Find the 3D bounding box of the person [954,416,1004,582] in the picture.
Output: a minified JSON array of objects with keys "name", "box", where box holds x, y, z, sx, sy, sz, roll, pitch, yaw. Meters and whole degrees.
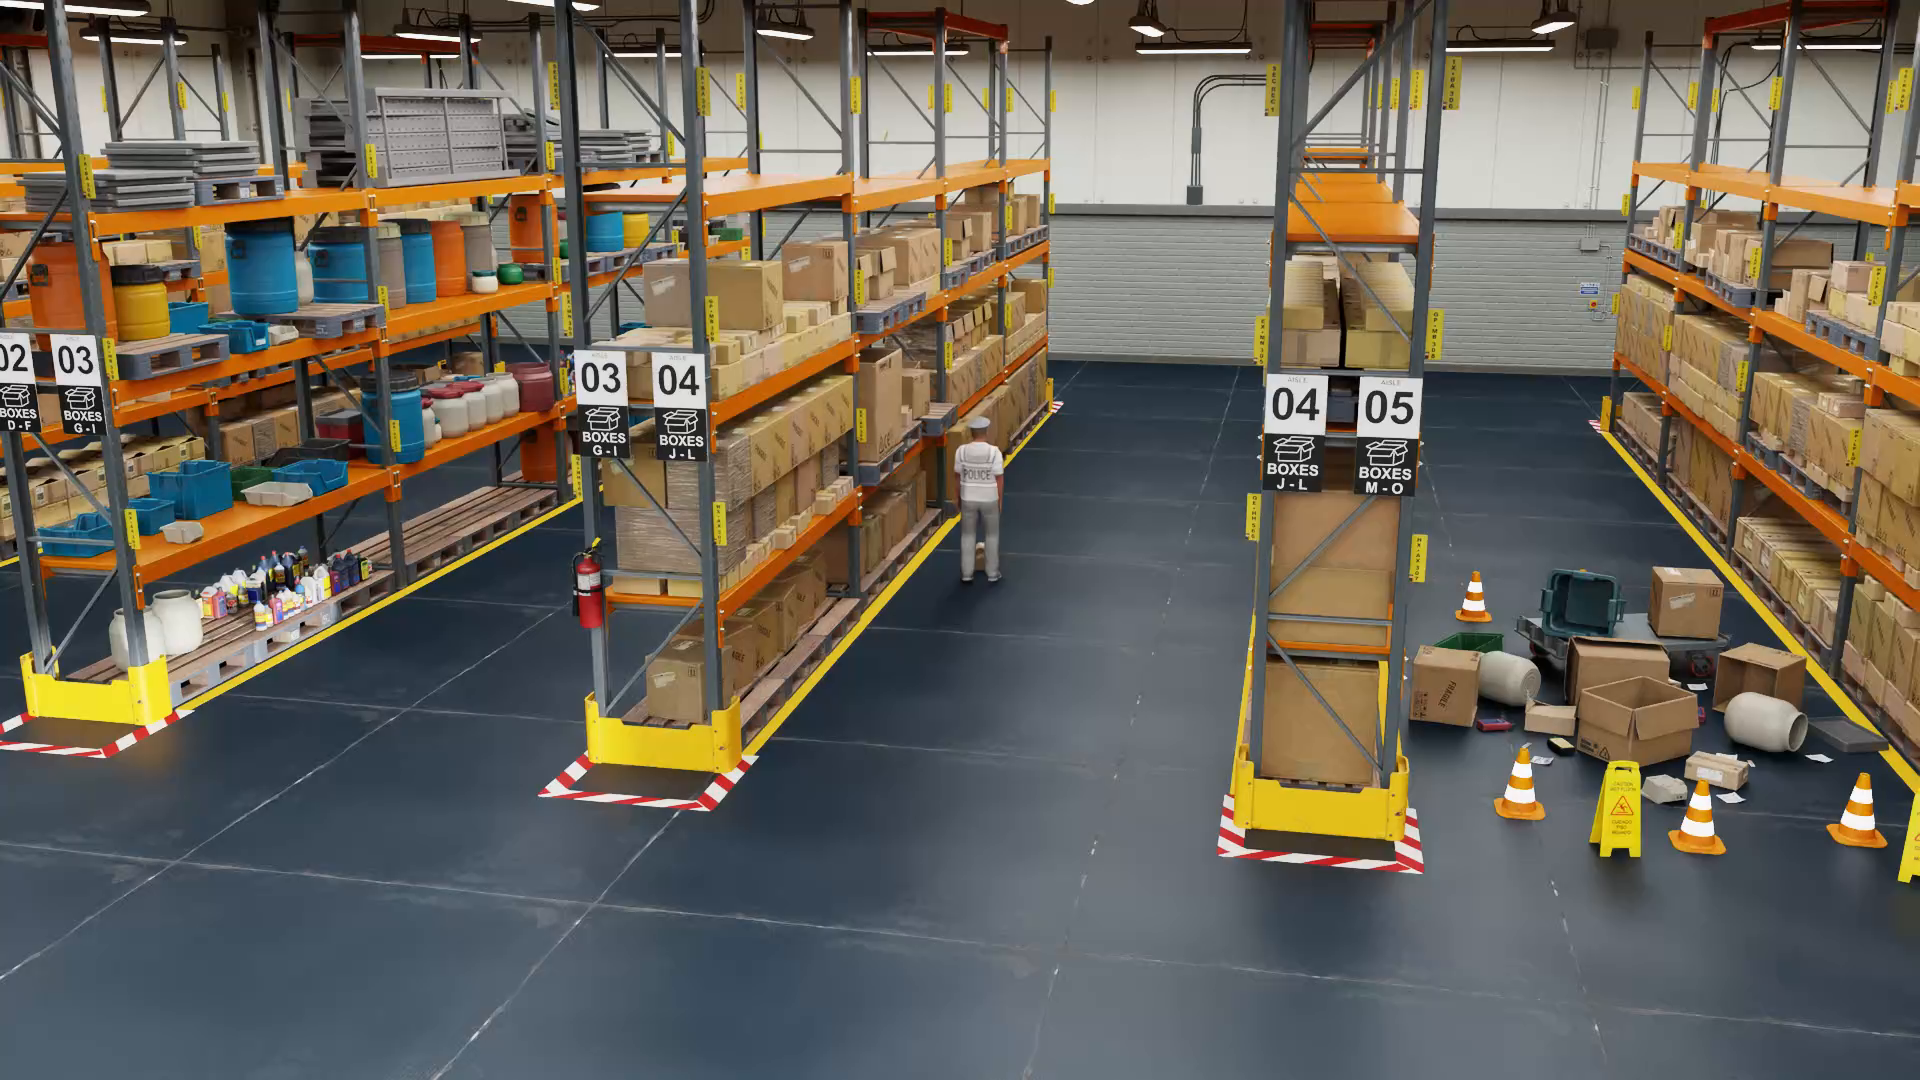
[{"name":"person","box":[0.205,-0.418,17.632,0.538,1.782,0.407,3,15,10]}]
